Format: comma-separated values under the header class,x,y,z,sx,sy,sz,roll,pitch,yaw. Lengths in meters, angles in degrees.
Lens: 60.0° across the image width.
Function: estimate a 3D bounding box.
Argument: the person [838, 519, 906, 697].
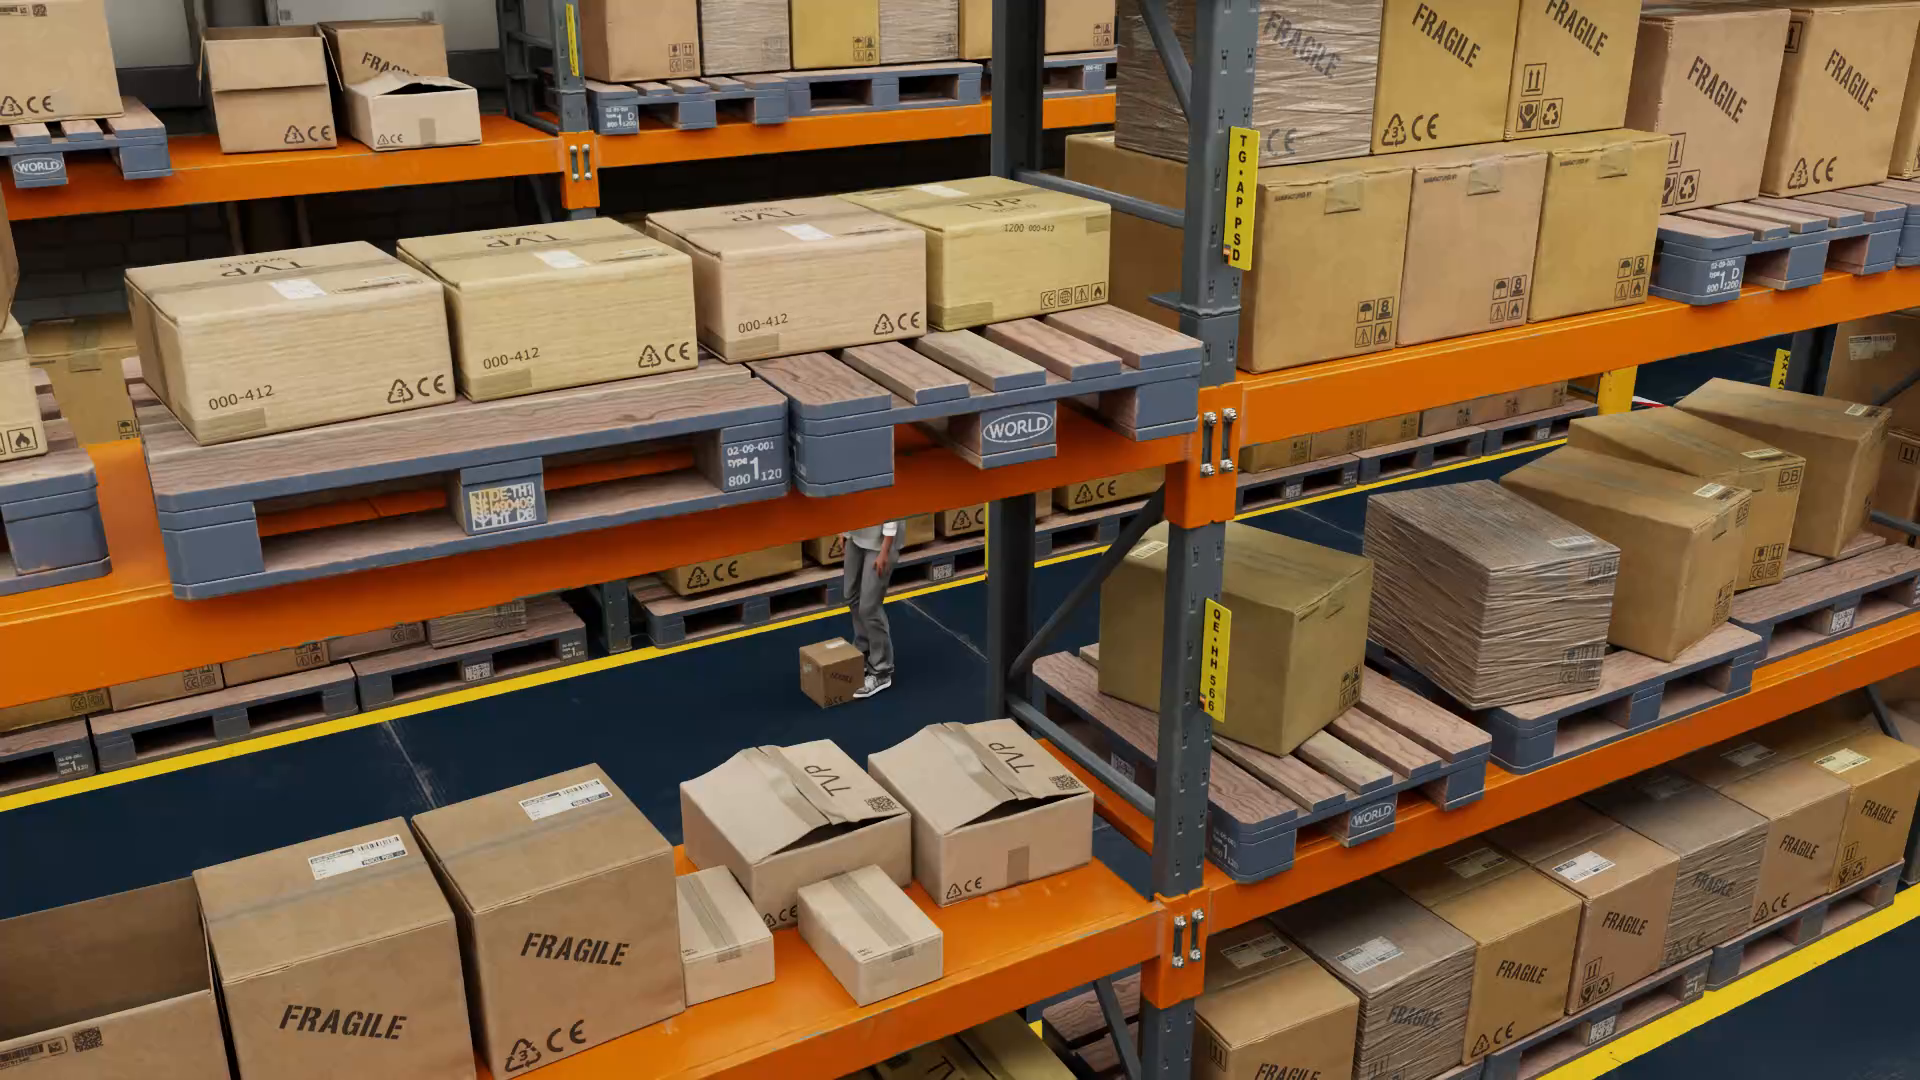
class,x,y,z,sx,sy,sz,roll,pitch,yaw
person,-0.478,0.024,8.545,0.366,1.591,0.471,-13,25,-29
